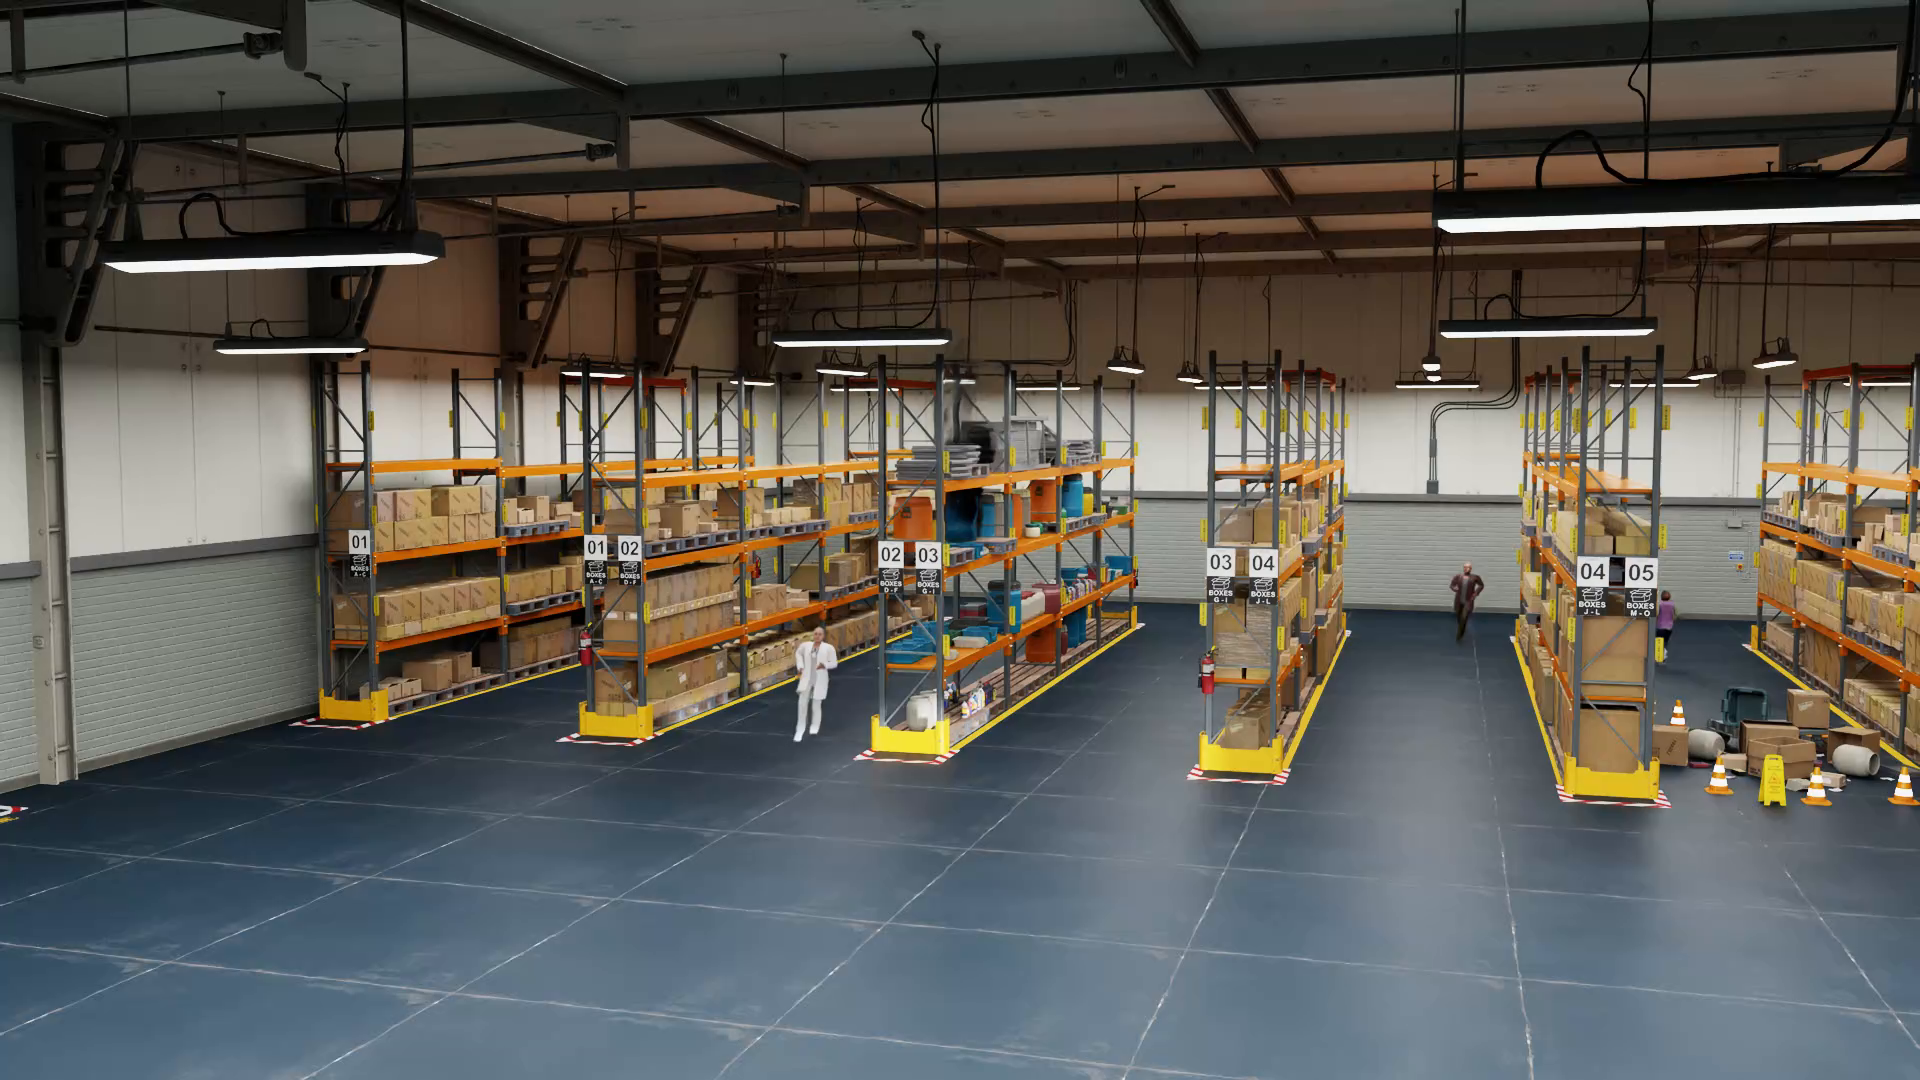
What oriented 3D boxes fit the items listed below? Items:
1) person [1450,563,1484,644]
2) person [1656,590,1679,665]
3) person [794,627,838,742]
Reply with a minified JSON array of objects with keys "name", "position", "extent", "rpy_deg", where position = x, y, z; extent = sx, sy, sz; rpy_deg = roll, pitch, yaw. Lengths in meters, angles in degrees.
[{"name":"person","position":[11.455,1.422,37.669],"extent":[0.715,1.813,0.960],"rpy_deg":[3,5,34]},{"name":"person","position":[14.433,1.804,34.052],"extent":[0.541,1.560,0.549],"rpy_deg":[0,4,2]},{"name":"person","position":[-2.274,2.278,26.206],"extent":[0.704,1.811,0.843],"rpy_deg":[0,4,4]}]
